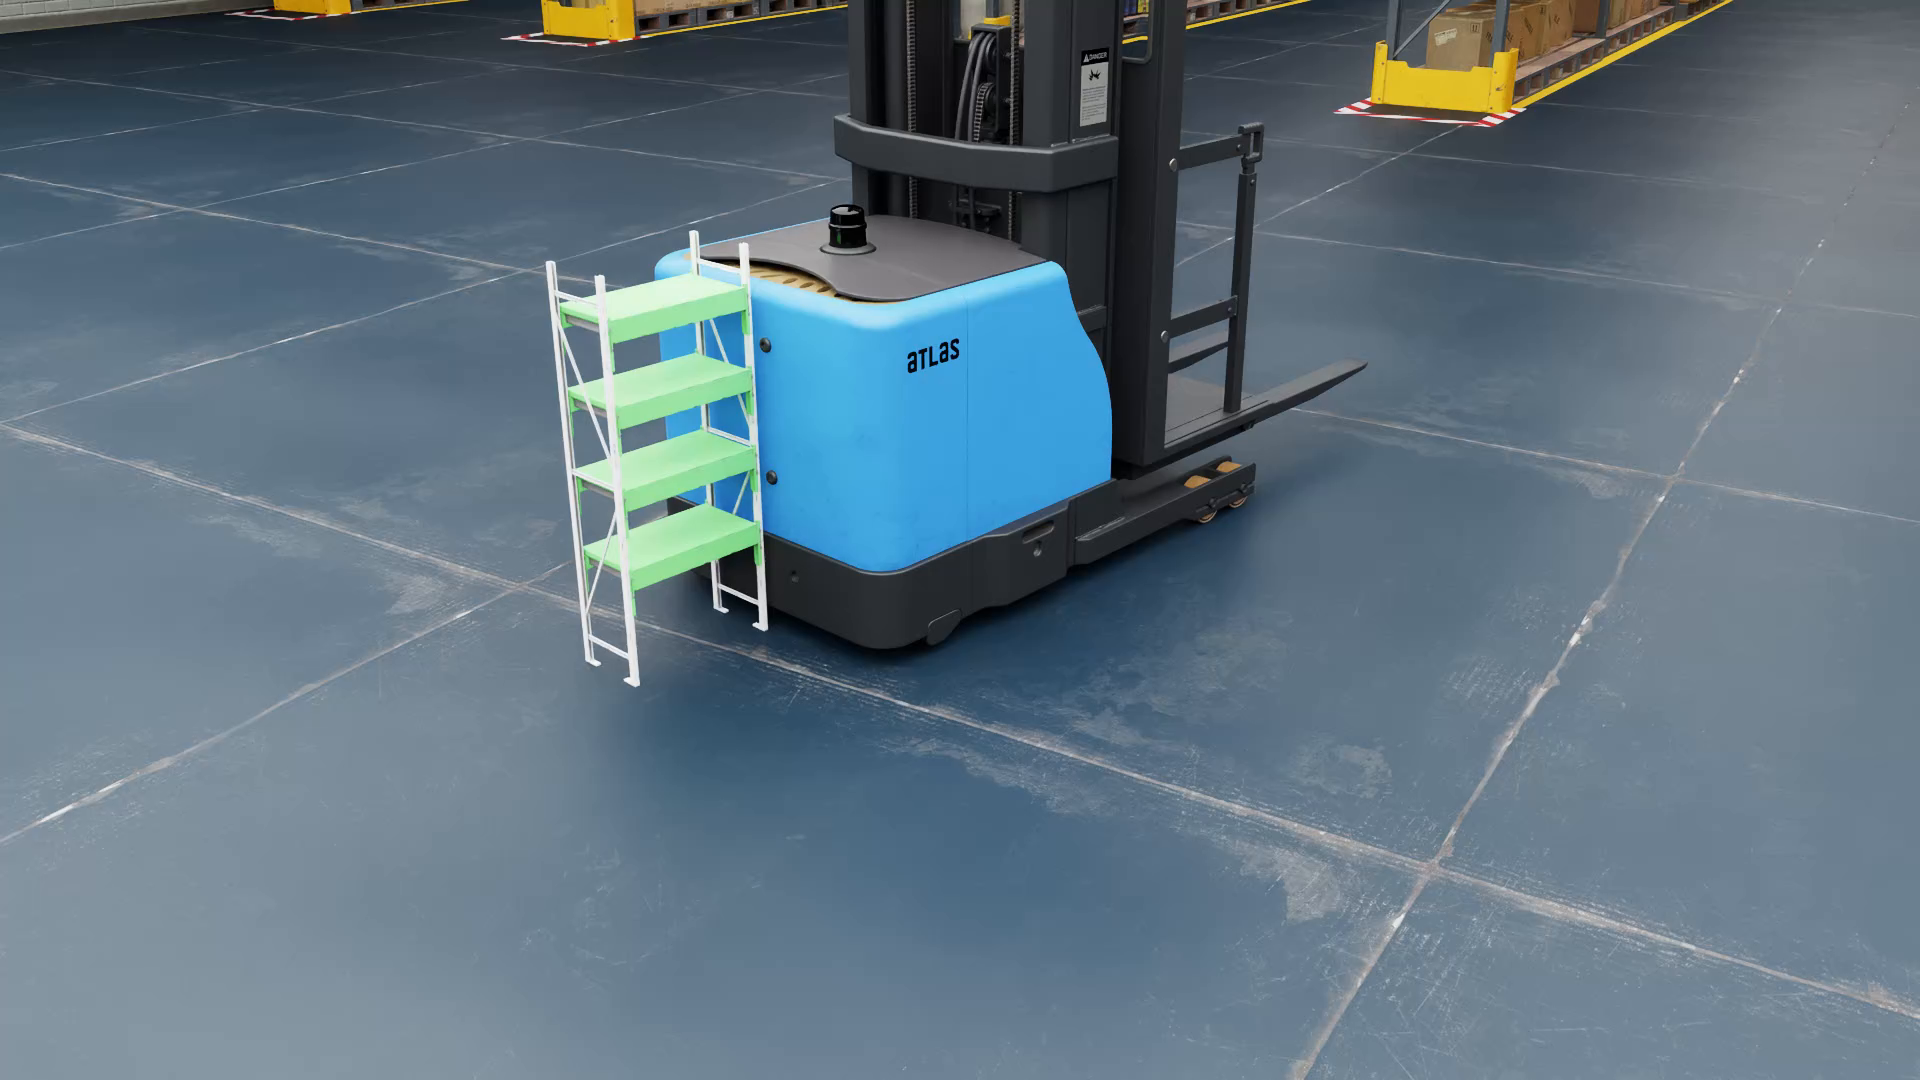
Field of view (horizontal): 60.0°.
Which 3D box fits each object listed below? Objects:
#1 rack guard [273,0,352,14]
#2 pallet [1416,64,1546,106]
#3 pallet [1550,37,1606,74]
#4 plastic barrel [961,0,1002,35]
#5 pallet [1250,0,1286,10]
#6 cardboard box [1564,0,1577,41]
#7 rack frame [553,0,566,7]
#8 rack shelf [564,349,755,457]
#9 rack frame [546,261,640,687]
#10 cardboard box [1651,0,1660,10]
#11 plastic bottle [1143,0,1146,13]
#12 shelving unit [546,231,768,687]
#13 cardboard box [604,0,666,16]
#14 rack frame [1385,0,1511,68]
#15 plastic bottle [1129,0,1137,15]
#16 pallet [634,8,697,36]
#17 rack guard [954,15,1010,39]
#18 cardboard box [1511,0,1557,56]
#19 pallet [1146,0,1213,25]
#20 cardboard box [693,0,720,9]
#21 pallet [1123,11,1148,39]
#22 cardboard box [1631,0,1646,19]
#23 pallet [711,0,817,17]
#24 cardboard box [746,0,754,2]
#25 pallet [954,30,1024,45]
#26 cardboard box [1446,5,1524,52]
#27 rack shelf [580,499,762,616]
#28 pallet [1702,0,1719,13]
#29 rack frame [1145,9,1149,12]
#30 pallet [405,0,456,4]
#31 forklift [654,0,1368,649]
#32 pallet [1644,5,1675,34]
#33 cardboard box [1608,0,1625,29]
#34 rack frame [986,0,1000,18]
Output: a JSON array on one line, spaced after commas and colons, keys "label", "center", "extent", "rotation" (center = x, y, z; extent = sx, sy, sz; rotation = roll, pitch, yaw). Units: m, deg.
[{"label": "rack guard", "center": [-8.441, -7.131, 21.593], "extent": [1.175, 0.500, 0.348], "rotation": [14, 27, 29]}, {"label": "pallet", "center": [4.643, -4.151, 15.073], "extent": [1.003, 0.211, 1.213], "rotation": [14, 27, 29]}, {"label": "pallet", "center": [5.930, -4.975, 16.976], "extent": [1.003, 0.211, 1.213], "rotation": [14, 27, 29]}, {"label": "plastic barrel", "center": [0.218, -5.466, 17.203], "extent": [0.421, 0.512, 0.421], "rotation": [0, 23, 0]}, {"label": "pallet", "center": [3.714, -7.343, 22.447], "extent": [1.003, 0.211, 1.213], "rotation": [14, 27, 29]}, {"label": "cardboard box", "center": [6.009, -5.407, 17.083], "extent": [0.500, 0.500, 0.500], "rotation": [13, 27, 27]}, {"label": "rack frame", "center": [-4.270, -7.216, 18.642], "extent": [1.000, 3.000, 0.127], "rotation": [14, 27, 29]}, {"label": "rack shelf", "center": [-0.849, -0.395, 4.710], "extent": [0.258, 0.148, 0.480], "rotation": [20, 30, 38]}, {"label": "rack frame", "center": [-1.014, -0.162, 4.615], "extent": [0.240, 1.200, 0.015], "rotation": [20, 30, 38]}, {"label": "cardboard box", "center": [8.027, -6.663, 19.958], "extent": [0.700, 0.500, 0.500], "rotation": [12, 26, 26]}, {"label": "plastic bottle", "center": [2.119, -6.256, 19.395], "extent": [0.097, 0.201, 0.097], "rotation": [0, 23, 0]}, {"label": "shelving unit", "center": [-0.849, -0.234, 4.780], "extent": [0.258, 1.200, 0.503], "rotation": [20, 30, 38]}, {"label": "cardboard box", "center": [-3.798, -6.281, 19.416], "extent": [0.500, 0.250, 0.500], "rotation": [14, 27, 29]}, {"label": "rack frame", "center": [4.144, -5.138, 13.844], "extent": [1.000, 3.000, 0.127], "rotation": [14, 27, 29]}, {"label": "plastic bottle", "center": [1.951, -6.235, 19.157], "extent": [0.144, 0.351, 0.185], "rotation": [13, 27, 28]}, {"label": "pallet", "center": [-3.902, -6.203, 19.813], "extent": [1.003, 0.211, 1.213], "rotation": [14, 27, 29]}, {"label": "rack guard", "center": [-0.064, -5.065, 16.820], "extent": [1.175, 0.500, 0.348], "rotation": [14, 27, 29]}, {"label": "cardboard box", "center": [5.452, -4.987, 16.111], "extent": [0.500, 0.500, 0.500], "rotation": [11, 26, 24]}, {"label": "pallet", "center": [2.427, -6.520, 20.545], "extent": [1.003, 0.211, 1.213], "rotation": [14, 27, 29]}, {"label": "cardboard box", "center": [-3.274, -6.619, 20.197], "extent": [0.500, 0.250, 0.500], "rotation": [14, 27, 29]}, {"label": "pallet", "center": [1.656, -6.029, 19.411], "extent": [1.003, 0.211, 1.213], "rotation": [14, 27, 29]}, {"label": "cardboard box", "center": [7.452, -6.280, 19.074], "extent": [0.700, 0.500, 0.500], "rotation": [16, 28, 33]}, {"label": "pallet", "center": [-2.615, -7.026, 21.715], "extent": [1.003, 0.211, 1.213], "rotation": [14, 27, 29]}, {"label": "cardboard box", "center": [-2.743, -6.956, 20.974], "extent": [0.500, 0.250, 0.500], "rotation": [14, 27, 29]}, {"label": "pallet", "center": [0.369, -5.205, 17.508], "extent": [1.003, 0.211, 1.213], "rotation": [14, 27, 29]}, {"label": "cardboard box", "center": [4.774, -4.600, 15.219], "extent": [0.500, 0.500, 0.500], "rotation": [-20, 31, -39]}, {"label": "rack shelf", "center": [-0.849, 0.045, 4.900], "extent": [0.258, 0.148, 0.480], "rotation": [20, 30, 38]}, {"label": "pallet", "center": [9.488, -7.219, 22.161], "extent": [1.003, 0.211, 1.213], "rotation": [14, 27, 29]}, {"label": "rack frame", "center": [2.046, -7.526, 19.360], "extent": [1.000, 3.000, 0.127], "rotation": [14, 27, 29]}, {"label": "pallet", "center": [-7.338, -7.675, 23.214], "extent": [1.003, 0.211, 1.213], "rotation": [14, 27, 29]}, {"label": "forklift", "center": [0.422, -1.527, 5.588], "extent": [1.130, 2.935, 3.031], "rotation": [20, 30, 38]}, {"label": "pallet", "center": [7.950, -6.295, 20.027], "extent": [1.003, 0.211, 1.213], "rotation": [14, 27, 29]}, {"label": "cardboard box", "center": [6.864, -5.903, 18.203], "extent": [0.700, 0.500, 0.500], "rotation": [14, 27, 29]}, {"label": "rack frame", "center": [-0.064, -6.176, 16.242], "extent": [1.000, 3.000, 0.127], "rotation": [14, 27, 29]}]
